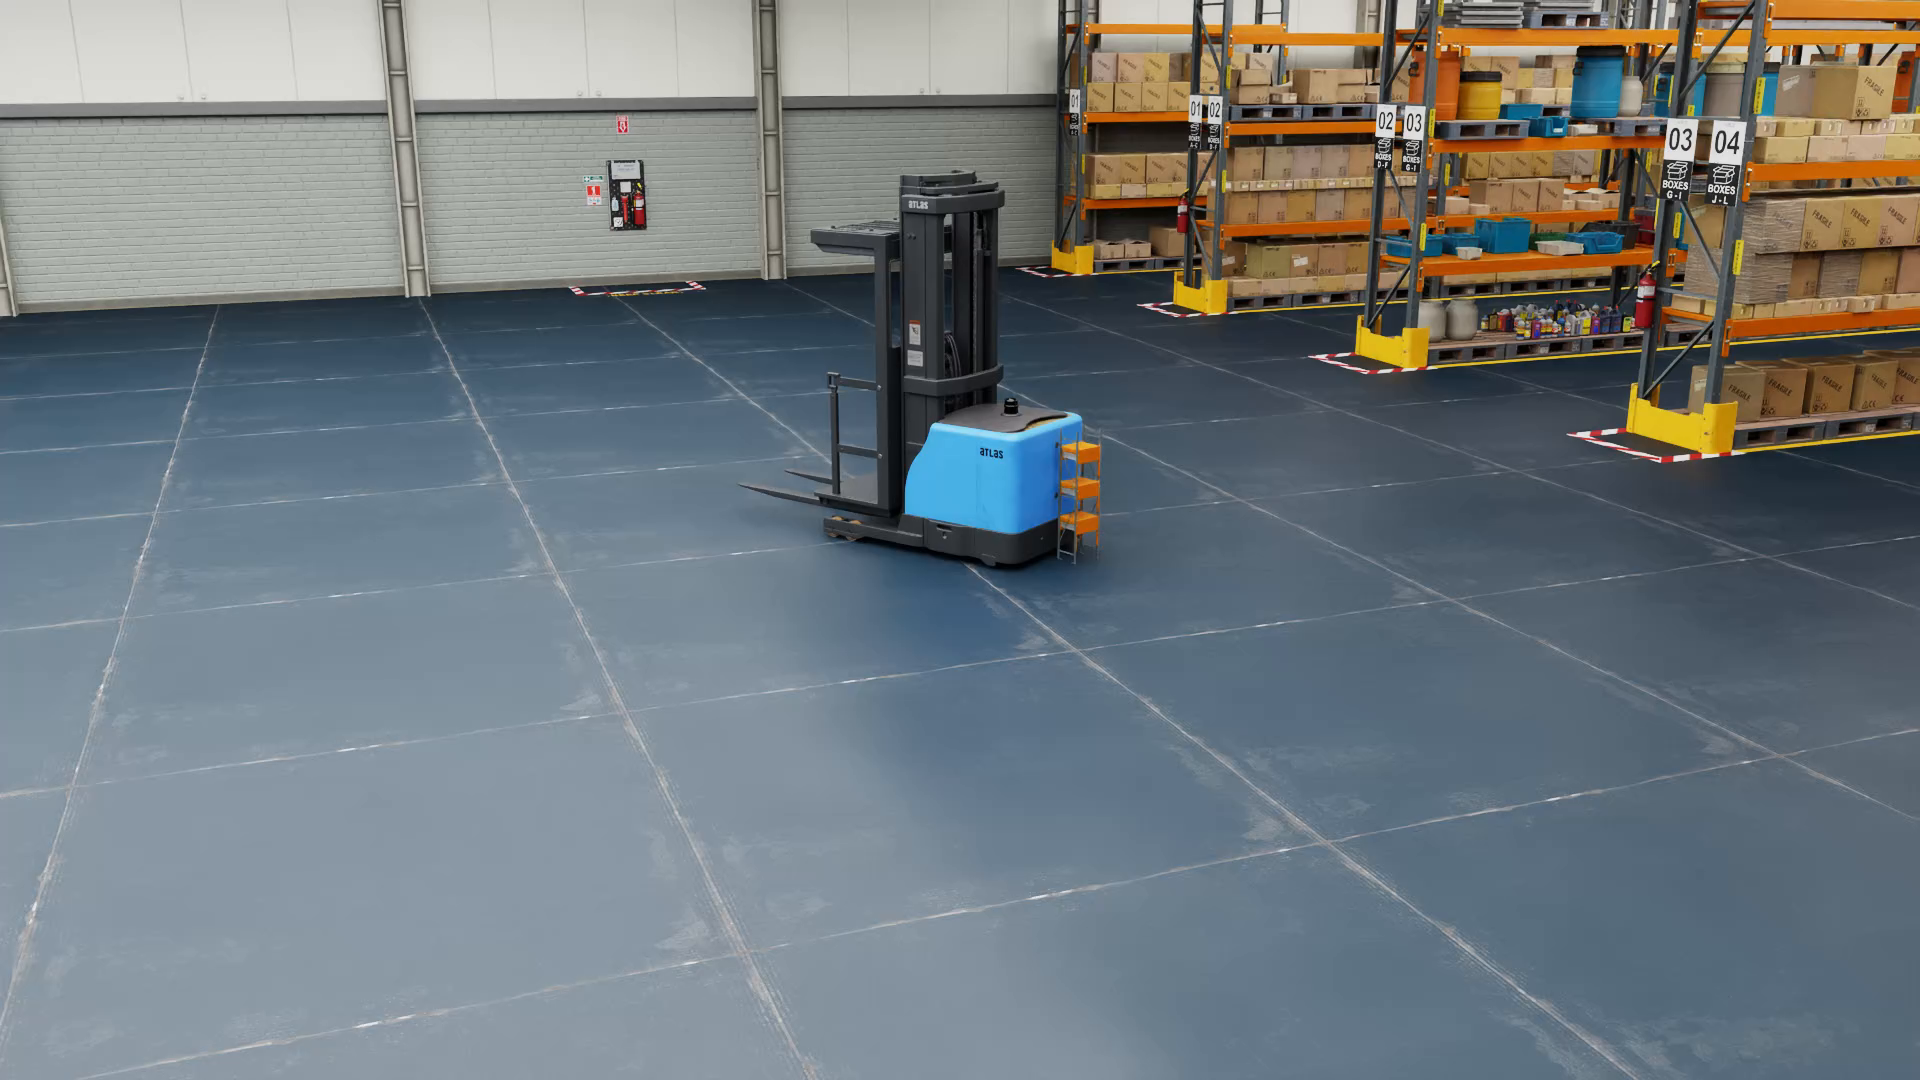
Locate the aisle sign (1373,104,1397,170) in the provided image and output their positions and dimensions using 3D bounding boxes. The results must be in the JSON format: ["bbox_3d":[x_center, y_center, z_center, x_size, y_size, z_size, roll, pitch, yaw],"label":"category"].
[{"bbox_3d":[5.347,-5.071,20.930,0.004,0.787,0.394,-6,17,-20],"label":"aisle sign"}]

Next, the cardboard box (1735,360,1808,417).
[{"bbox_3d":[8.428,-1.580,17.345,0.500,0.500,0.500,-2,16,-6],"label":"cardboard box"}]

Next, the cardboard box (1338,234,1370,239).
[{"bbox_3d":[6.478,-4.685,27.032,0.500,0.500,0.500,-6,17,-20],"label":"cardboard box"}]

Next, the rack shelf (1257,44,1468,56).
[{"bbox_3d":[7.579,-9.306,31.303,4.000,0.370,1.077,-6,17,-20],"label":"rack shelf"}]

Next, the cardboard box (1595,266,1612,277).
[{"bbox_3d":[10.818,-4.628,28.170,0.500,0.250,0.500,-6,17,-19],"label":"cardboard box"}]

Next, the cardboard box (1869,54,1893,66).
[{"bbox_3d":[15.915,-8.306,29.282,0.500,0.500,0.700,-6,17,-20],"label":"cardboard box"}]

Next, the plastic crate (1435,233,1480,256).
[{"bbox_3d":[6.490,-3.875,21.733,0.408,0.251,0.499,-6,17,-20],"label":"plastic crate"}]

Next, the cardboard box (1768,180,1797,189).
[{"bbox_3d":[14.435,-6.527,29.578,0.500,0.500,0.700,-14,21,-39],"label":"cardboard box"}]

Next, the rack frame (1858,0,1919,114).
[{"bbox_3d":[12.991,-7.438,22.956,0.127,3.000,1.000,-6,17,-20],"label":"rack frame"}]

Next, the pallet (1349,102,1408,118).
[{"bbox_3d":[6.700,-6.764,26.141,1.213,0.211,1.003,-6,17,-20],"label":"pallet"}]

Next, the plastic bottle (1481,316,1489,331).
[{"bbox_3d":[7.079,-2.922,22.410,0.097,0.201,0.097,0,16,0],"label":"plastic bottle"}]

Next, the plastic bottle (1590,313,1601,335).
[{"bbox_3d":[8.441,-2.877,22.110,0.133,0.283,0.061,-5,17,-16],"label":"plastic bottle"}]

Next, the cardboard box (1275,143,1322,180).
[{"bbox_3d":[5.201,-5.882,25.823,0.500,0.500,0.700,-6,17,-20],"label":"cardboard box"}]

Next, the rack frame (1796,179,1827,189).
[{"bbox_3d":[14.957,-6.266,29.614,0.127,3.000,1.000,-6,17,-20],"label":"rack frame"}]

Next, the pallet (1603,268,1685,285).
[{"bbox_3d":[11.933,-4.591,28.856,1.213,0.211,1.003,-6,17,-20],"label":"pallet"}]

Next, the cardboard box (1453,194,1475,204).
[{"bbox_3d":[8.242,-5.532,27.352,0.258,0.266,0.396,-7,18,-21],"label":"cardboard box"}]

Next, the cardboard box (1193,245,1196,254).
[{"bbox_3d":[4.210,-5.450,31.113,0.250,0.149,0.380,-8,18,-25],"label":"cardboard box"}]

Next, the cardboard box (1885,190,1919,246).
[{"bbox_3d":[9.773,-3.305,17.049,0.500,0.500,0.500,-6,17,-20],"label":"cardboard box"}]

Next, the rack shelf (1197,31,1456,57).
[{"bbox_3d":[5.619,-7.600,25.493,4.000,0.370,1.077,-6,17,-20],"label":"rack shelf"}]

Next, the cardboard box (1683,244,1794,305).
[{"bbox_3d":[7.817,-2.689,16.725,0.500,0.500,0.875,-6,17,-20],"label":"cardboard box"}]

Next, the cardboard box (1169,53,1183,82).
[{"bbox_3d":[3.731,-8.599,30.245,0.500,0.500,0.500,-6,17,-20],"label":"cardboard box"}]

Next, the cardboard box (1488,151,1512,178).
[{"bbox_3d":[10.484,-7.398,32.728,0.500,0.500,0.500,-6,17,-18],"label":"cardboard box"}]

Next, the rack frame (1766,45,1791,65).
[{"bbox_3d":[16.916,-10.851,34.579,0.127,3.000,1.000,-6,17,-20],"label":"rack frame"}]

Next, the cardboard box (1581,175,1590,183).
[{"bbox_3d":[12.482,-7.304,33.557,0.250,0.149,0.380,-6,17,-18],"label":"cardboard box"}]

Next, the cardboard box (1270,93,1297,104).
[{"bbox_3d":[4.914,-6.716,25.274,0.250,0.149,0.380,-6,17,-20],"label":"cardboard box"}]

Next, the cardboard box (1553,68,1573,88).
[{"bbox_3d":[11.824,-9.135,33.099,0.500,0.500,0.700,-7,18,-21],"label":"cardboard box"}]

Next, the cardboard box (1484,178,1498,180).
[{"bbox_3d":[10.353,-7.055,32.710,0.250,0.149,0.380,-6,17,-18],"label":"cardboard box"}]

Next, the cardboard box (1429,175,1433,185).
[{"bbox_3d":[7.310,-5.735,26.476,0.250,0.149,0.380,-6,17,-20],"label":"cardboard box"}]

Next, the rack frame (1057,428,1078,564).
[{"bbox_3d":[0.835,-0.335,12.876,0.008,1.050,0.200,-13,21,-38],"label":"rack frame"}]

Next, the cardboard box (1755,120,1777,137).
[{"bbox_3d":[7.633,-3.975,16.047,0.250,0.149,0.380,-6,18,-20],"label":"cardboard box"}]

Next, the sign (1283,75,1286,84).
[{"bbox_3d":[5.912,-8.308,30.325,0.005,0.325,0.100,-6,17,-20],"label":"sign"}]

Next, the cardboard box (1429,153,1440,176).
[{"bbox_3d":[9.011,-7.375,32.431,0.500,0.500,0.700,-8,18,-27],"label":"cardboard box"}]

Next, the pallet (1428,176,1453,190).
[{"bbox_3d":[8.819,-6.974,32.364,1.003,0.211,1.213,-6,17,-20],"label":"pallet"}]

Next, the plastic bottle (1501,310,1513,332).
[{"bbox_3d":[7.363,-2.951,22.365,0.133,0.283,0.061,-6,17,-20],"label":"plastic bottle"}]

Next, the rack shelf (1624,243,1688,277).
[{"bbox_3d":[11.124,-4.013,23.216,4.000,0.370,1.077,-6,17,-20],"label":"rack shelf"}]

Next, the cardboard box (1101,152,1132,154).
[{"bbox_3d":[2.814,-6.809,30.360,0.500,0.500,0.500,-6,17,-19],"label":"cardboard box"}]

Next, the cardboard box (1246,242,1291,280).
[{"bbox_3d":[4.798,-4.345,25.875,0.500,0.500,0.500,-6,17,-20],"label":"cardboard box"}]

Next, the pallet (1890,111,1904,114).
[{"bbox_3d":[13.740,-5.960,23.580,1.213,0.211,1.003,-6,17,-20],"label":"pallet"}]

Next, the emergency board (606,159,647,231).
[{"bbox_3d":[-5.604,-5.814,28.072,0.643,1.169,0.194,-6,17,-20],"label":"emergency board"}]

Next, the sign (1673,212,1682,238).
[{"bbox_3d":[9.443,-4.143,21.892,0.005,0.325,0.100,-6,17,-20],"label":"sign"}]

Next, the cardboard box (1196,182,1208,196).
[{"bbox_3d":[4.445,-6.470,30.538,0.500,0.250,0.500,-6,17,-20],"label":"cardboard box"}]

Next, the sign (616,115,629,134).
[{"bbox_3d":[-5.647,-6.951,27.832,0.199,0.298,0.001,-6,17,-20],"label":"sign"}]

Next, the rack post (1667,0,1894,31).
[{"bbox_3d":[11.064,-7.352,22.308,3.121,1.000,1.013,-6,17,-20],"label":"rack post"}]

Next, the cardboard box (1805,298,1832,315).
[{"bbox_3d":[8.586,-2.391,16.862,0.250,0.149,0.380,-6,17,-20],"label":"cardboard box"}]

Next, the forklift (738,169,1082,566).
[{"bbox_3d":[-0.509,-1.509,13.533,3.031,2.935,1.130,11,20,34],"label":"forklift"}]

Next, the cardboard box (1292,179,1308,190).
[{"bbox_3d":[5.159,-5.503,25.686,0.250,0.149,0.380,-7,18,-22],"label":"cardboard box"}]

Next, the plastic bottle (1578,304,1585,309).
[{"bbox_3d":[8.509,-3.104,22.897,0.135,0.276,0.152,-5,17,-18],"label":"plastic bottle"}]

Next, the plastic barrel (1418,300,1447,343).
[{"bbox_3d":[6.108,-2.847,21.640,0.421,0.512,0.421,0,16,0],"label":"plastic barrel"}]

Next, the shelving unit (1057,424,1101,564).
[{"bbox_3d":[0.928,-0.357,12.952,0.252,1.050,0.215,-13,21,-38],"label":"shelving unit"}]

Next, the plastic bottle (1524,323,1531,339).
[{"bbox_3d":[7.422,-2.733,21.766,0.097,0.201,0.097,0,16,0],"label":"plastic bottle"}]

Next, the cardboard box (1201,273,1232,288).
[{"bbox_3d":[4.147,-4.071,26.271,0.500,0.250,0.500,-6,17,-20],"label":"cardboard box"}]

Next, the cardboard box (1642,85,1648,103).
[{"bbox_3d":[11.618,-7.403,27.984,0.500,0.500,0.910,-6,17,-20],"label":"cardboard box"}]
